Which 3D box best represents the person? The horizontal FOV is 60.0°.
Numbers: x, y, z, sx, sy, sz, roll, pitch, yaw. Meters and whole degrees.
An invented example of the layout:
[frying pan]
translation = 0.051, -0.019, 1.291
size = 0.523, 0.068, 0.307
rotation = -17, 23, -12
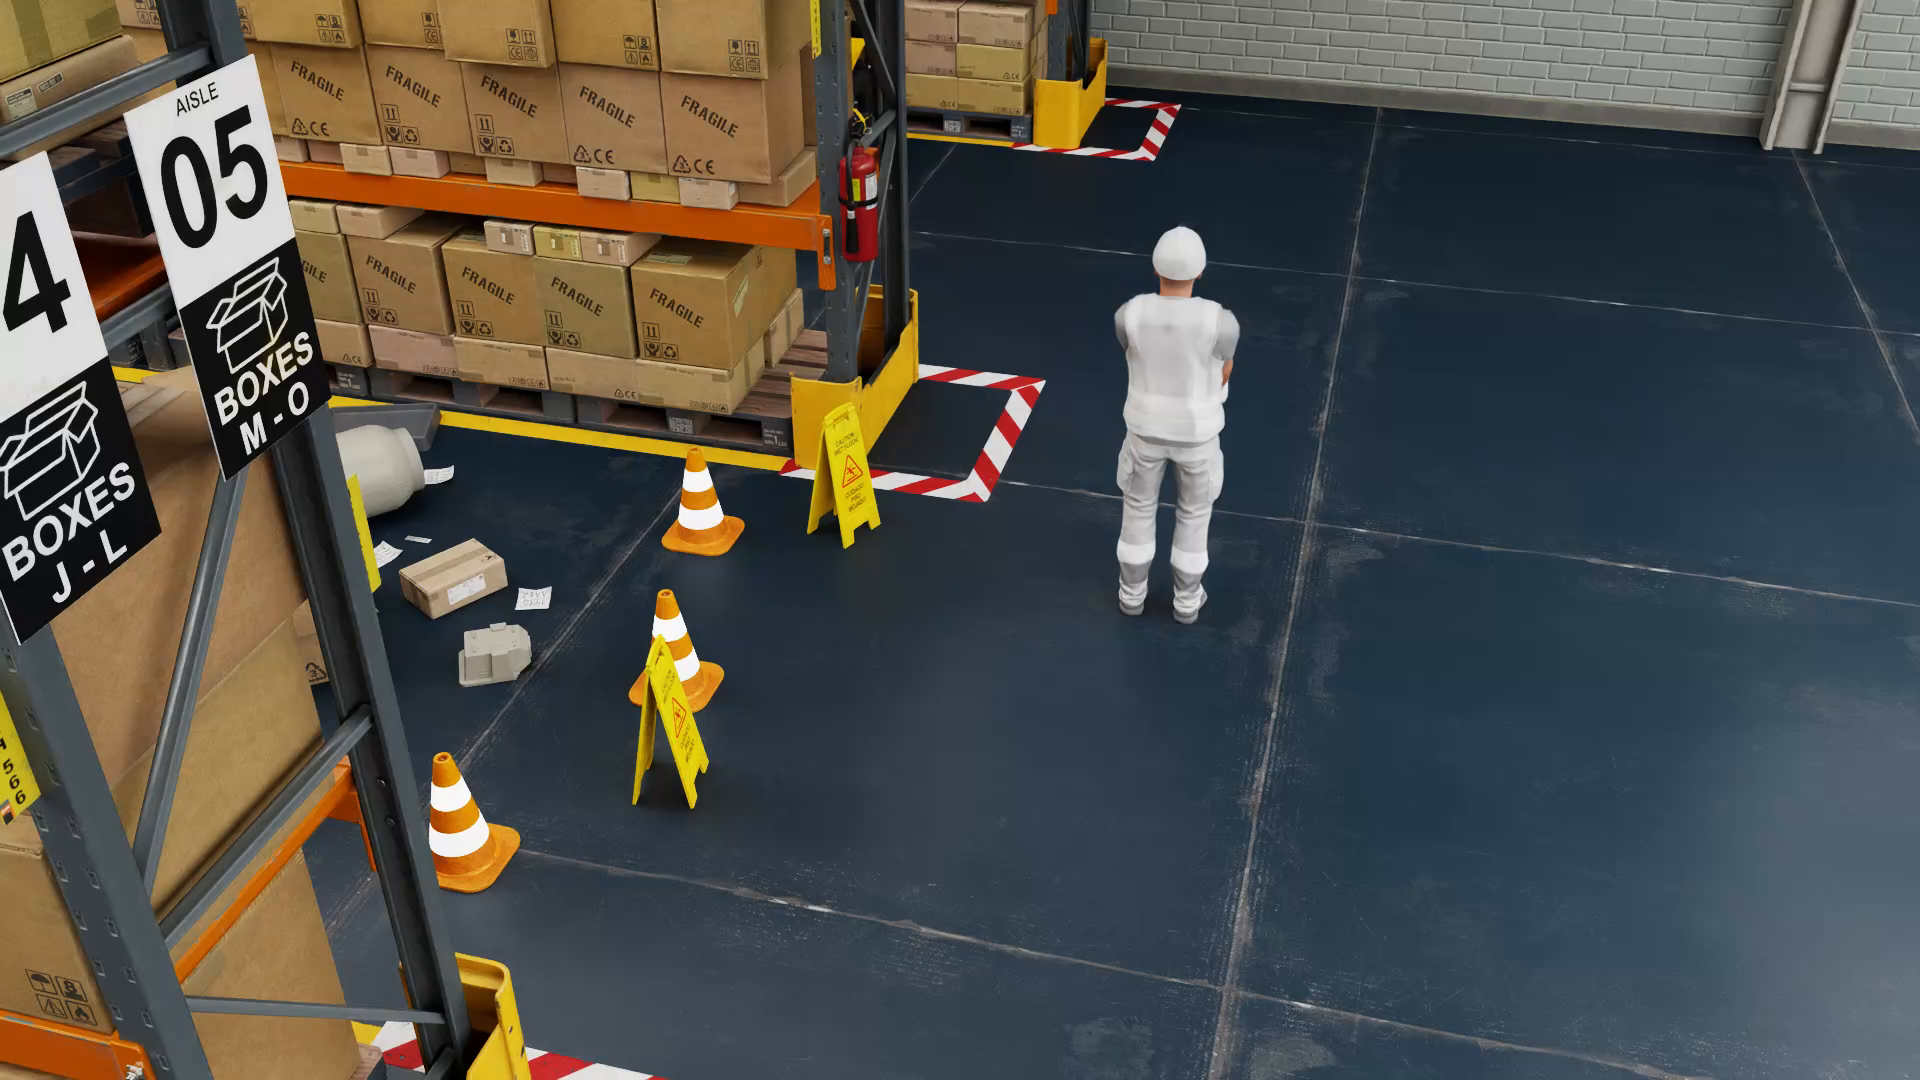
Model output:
[person]
translation = 0.889, -0.509, 6.917
size = 0.494, 1.784, 0.554
rotation = 9, 34, 13
